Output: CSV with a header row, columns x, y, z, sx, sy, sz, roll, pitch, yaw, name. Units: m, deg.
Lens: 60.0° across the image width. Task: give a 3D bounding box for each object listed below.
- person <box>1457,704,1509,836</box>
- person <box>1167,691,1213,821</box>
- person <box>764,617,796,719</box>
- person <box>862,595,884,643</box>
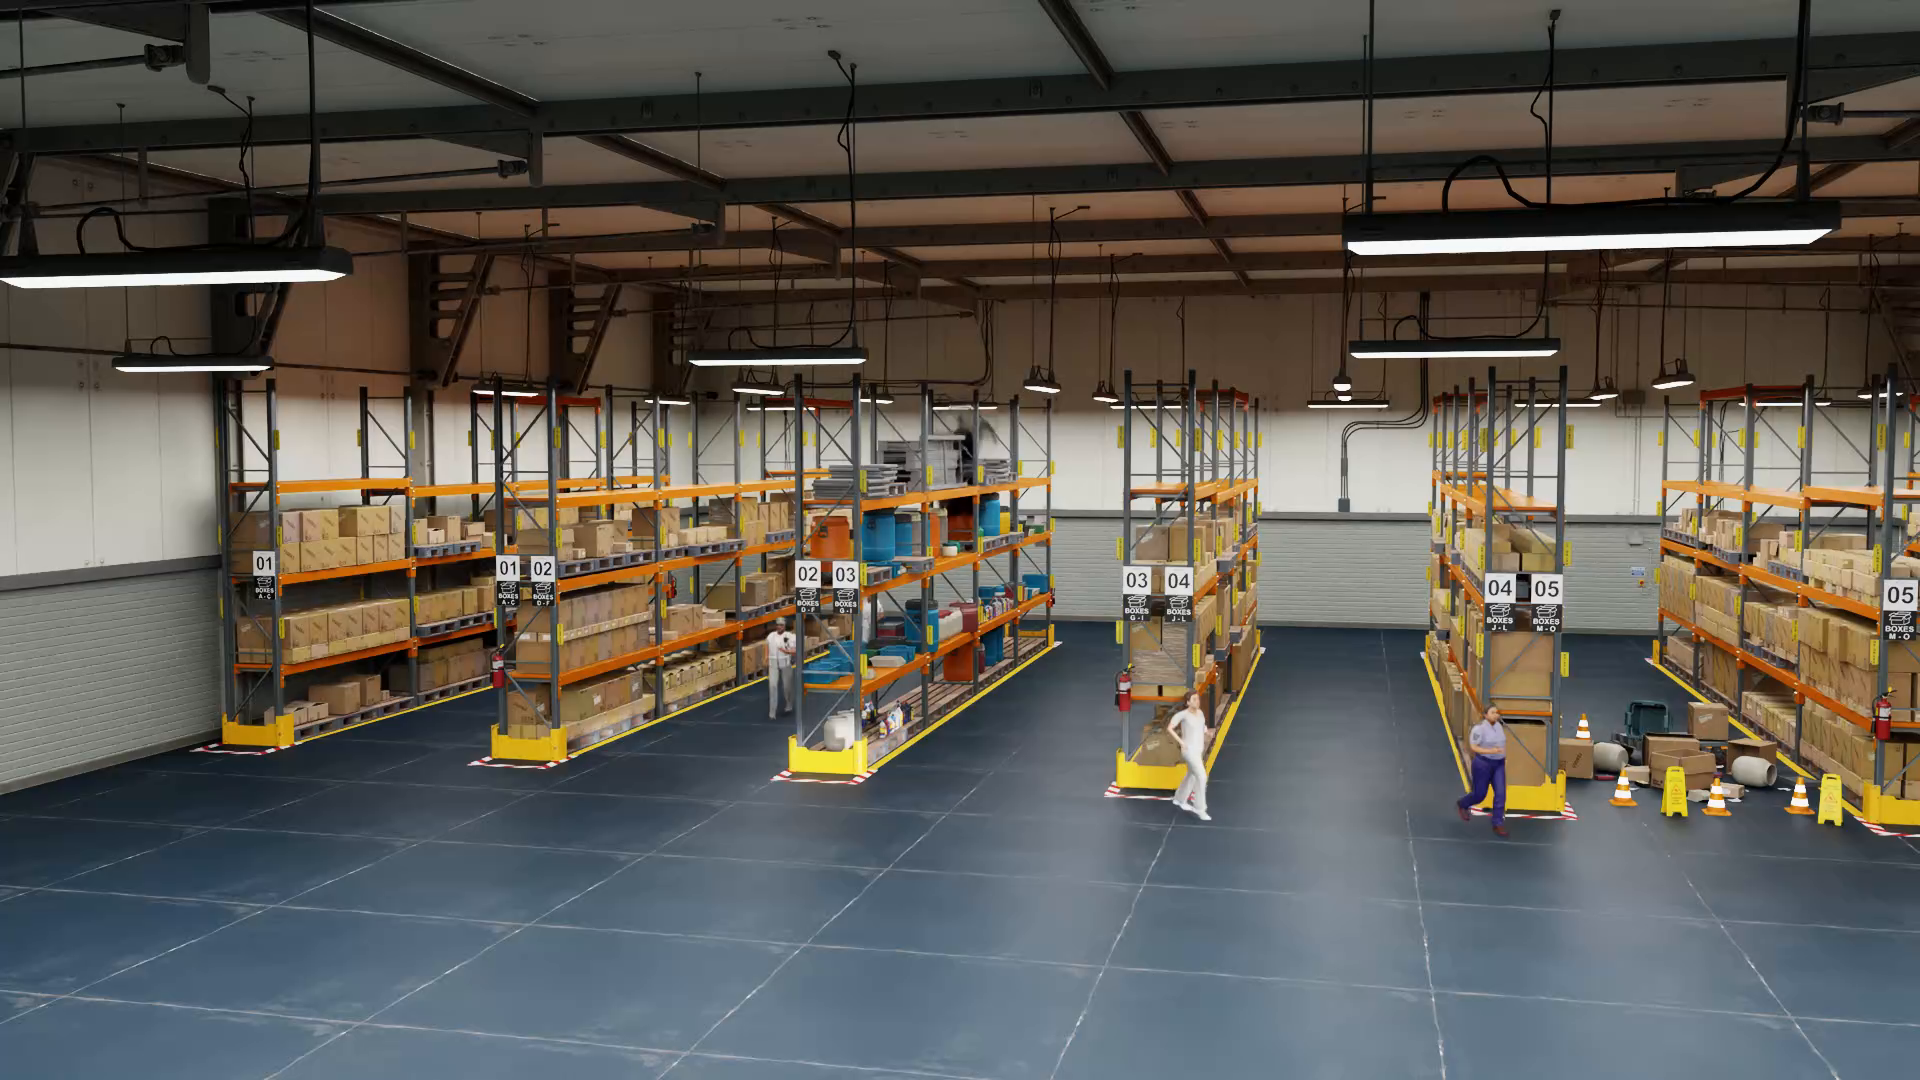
x,y,z,sx,sy,sz,roll,pitch,yaw,name
6.739,2.901,21.264,0.609,1.626,0.834,-1,4,-21,person
3.057,2.849,22.103,0.704,1.720,0.559,3,5,42,person
-3.250,2.285,30.175,0.656,1.796,0.954,0,3,4,person
-1.982,1.966,37.322,0.579,1.669,1.053,0,3,8,person
